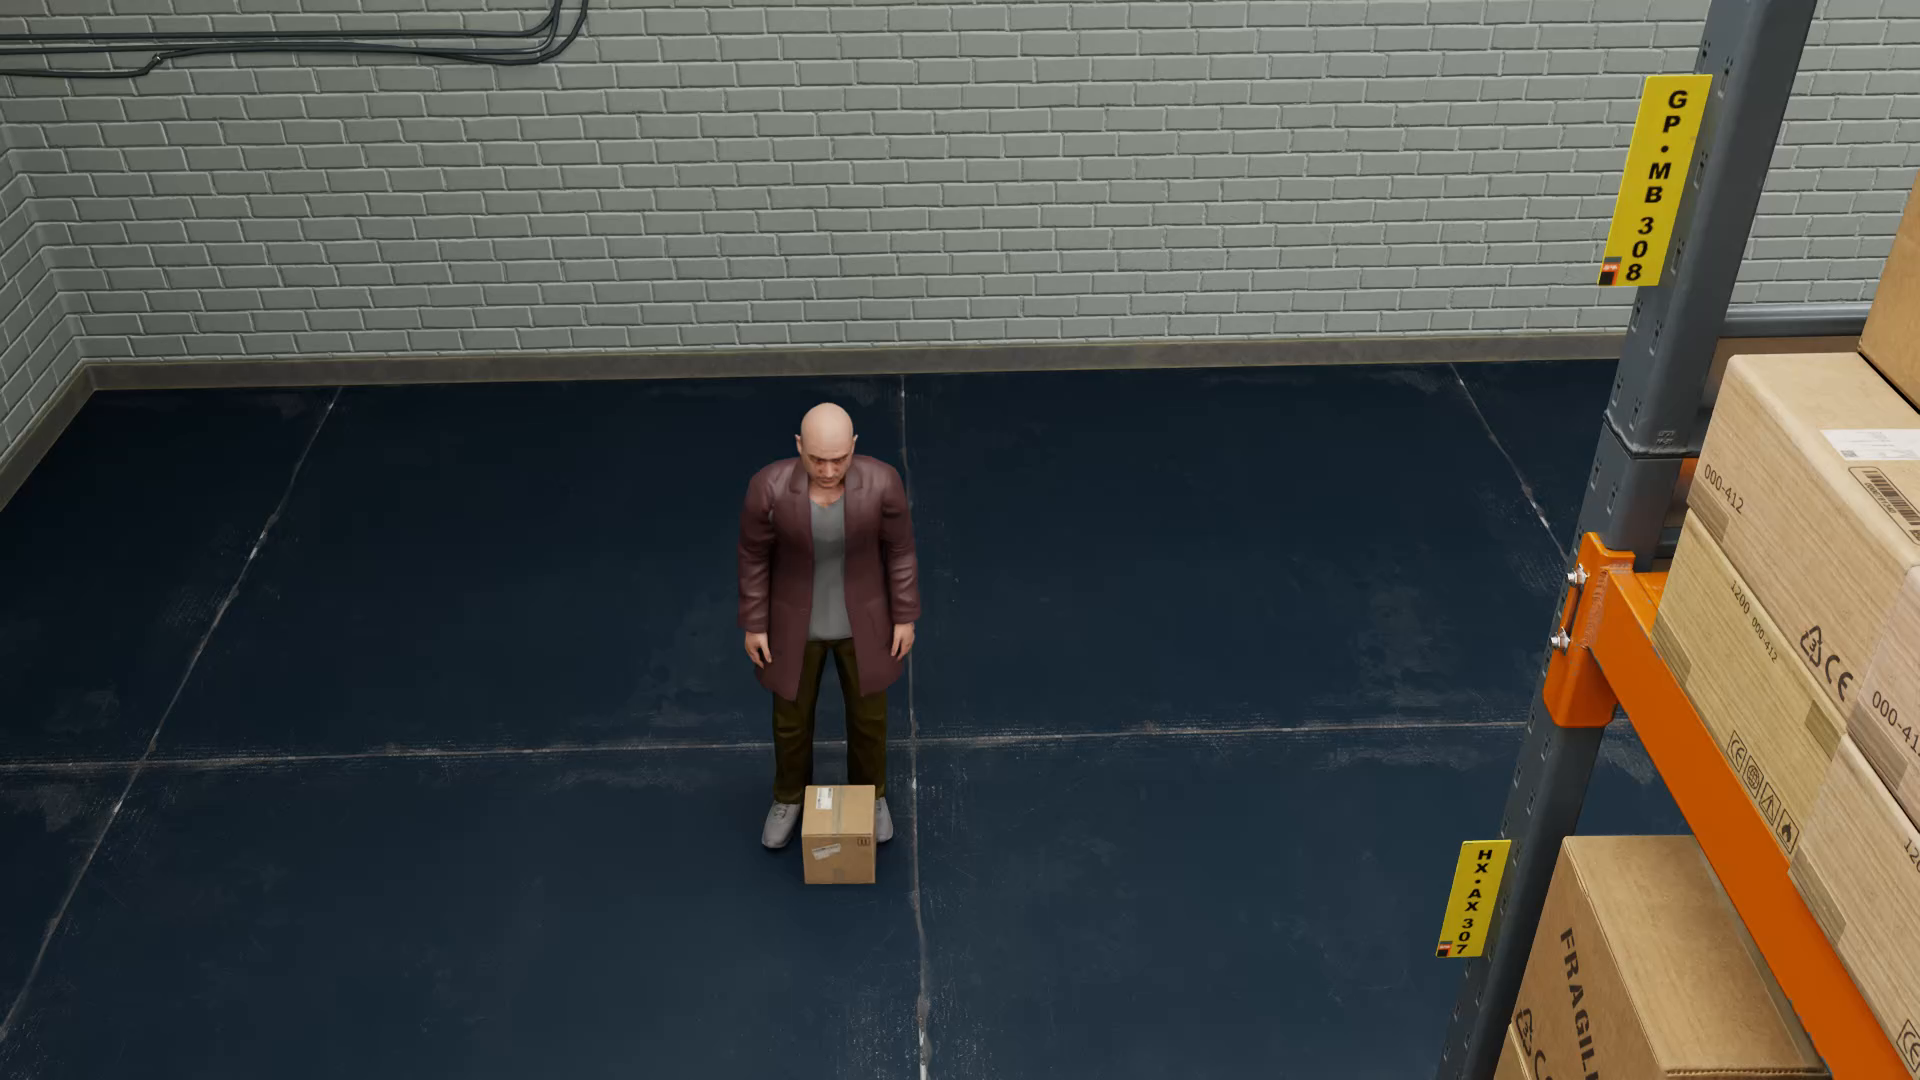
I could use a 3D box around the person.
[{"bbox_3d":[-0.448,0.374,5.801,0.640,1.568,0.428,-3,35,-4],"label":"person"}]
